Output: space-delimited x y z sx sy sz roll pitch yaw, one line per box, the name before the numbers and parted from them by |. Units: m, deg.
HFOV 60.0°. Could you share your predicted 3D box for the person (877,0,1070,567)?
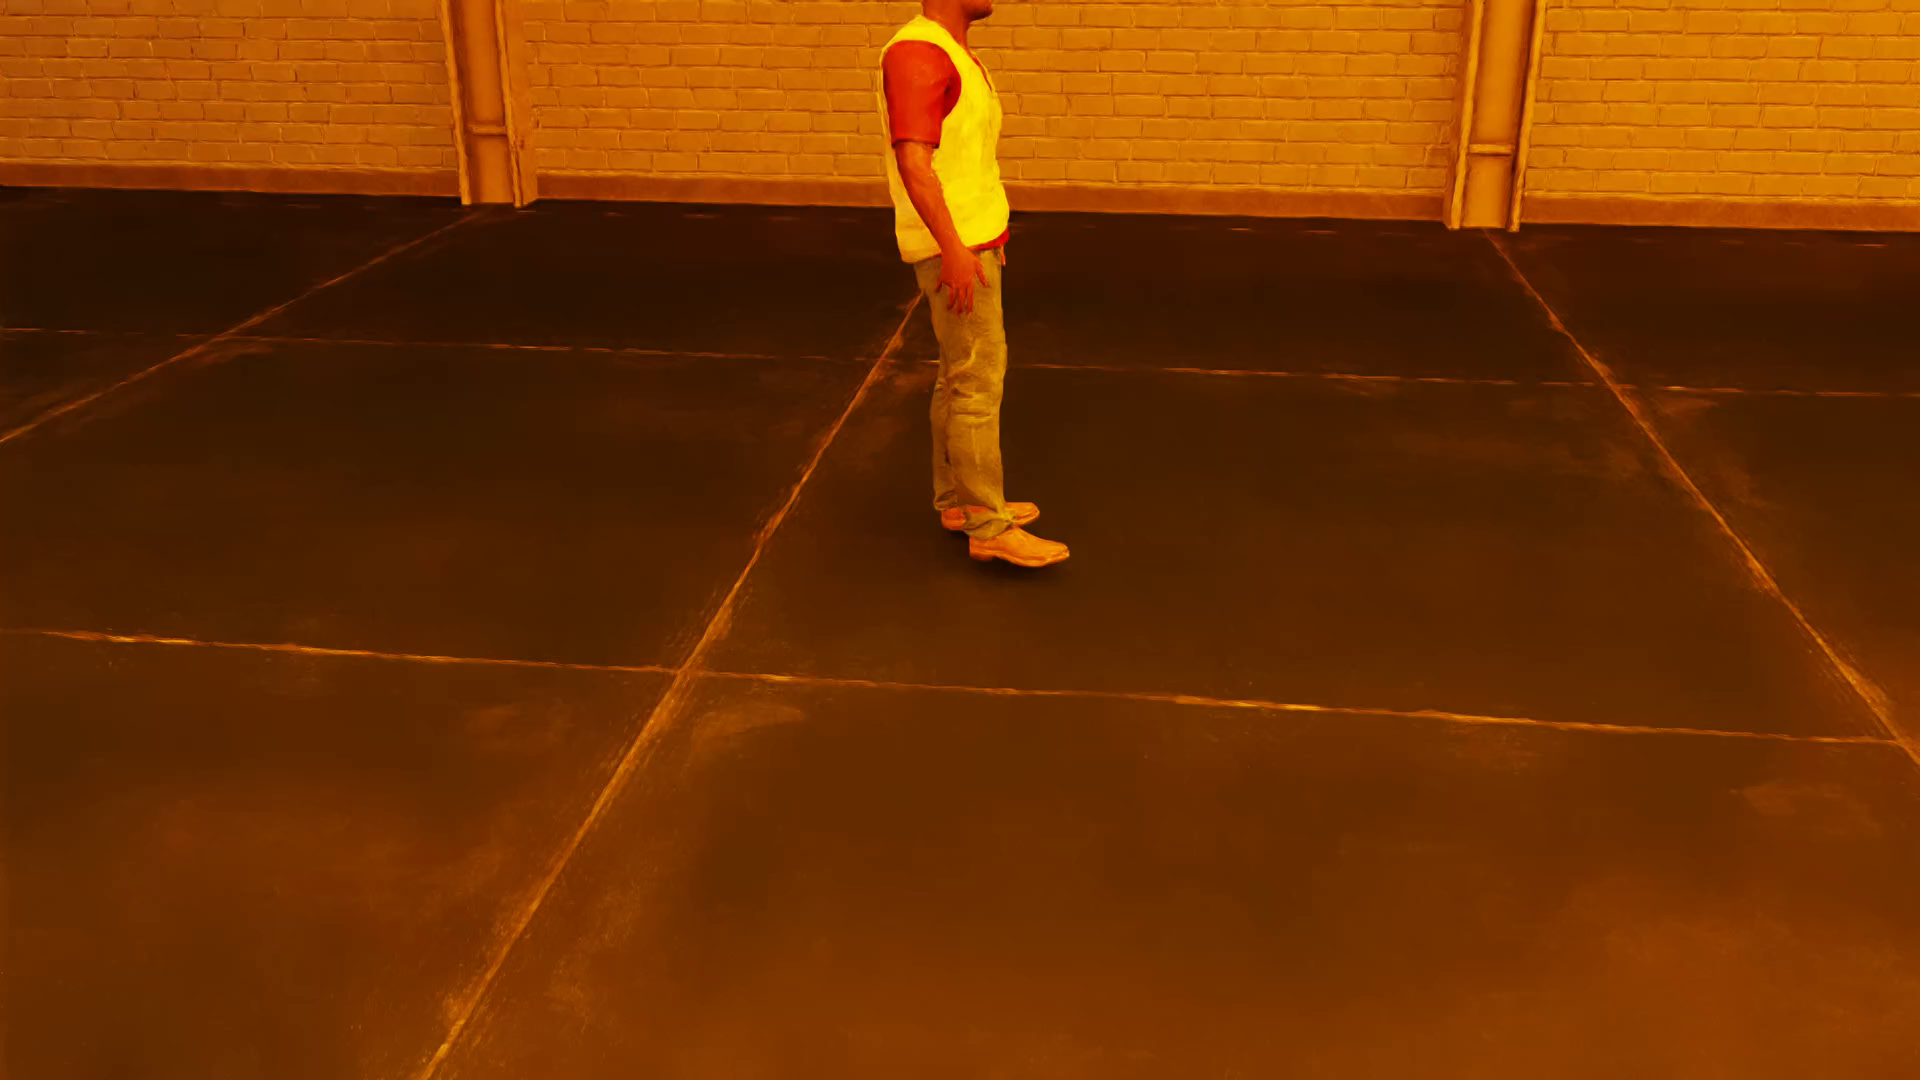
person | 0.068 -0.854 4.818 0.576 1.760 0.665 3 22 7
